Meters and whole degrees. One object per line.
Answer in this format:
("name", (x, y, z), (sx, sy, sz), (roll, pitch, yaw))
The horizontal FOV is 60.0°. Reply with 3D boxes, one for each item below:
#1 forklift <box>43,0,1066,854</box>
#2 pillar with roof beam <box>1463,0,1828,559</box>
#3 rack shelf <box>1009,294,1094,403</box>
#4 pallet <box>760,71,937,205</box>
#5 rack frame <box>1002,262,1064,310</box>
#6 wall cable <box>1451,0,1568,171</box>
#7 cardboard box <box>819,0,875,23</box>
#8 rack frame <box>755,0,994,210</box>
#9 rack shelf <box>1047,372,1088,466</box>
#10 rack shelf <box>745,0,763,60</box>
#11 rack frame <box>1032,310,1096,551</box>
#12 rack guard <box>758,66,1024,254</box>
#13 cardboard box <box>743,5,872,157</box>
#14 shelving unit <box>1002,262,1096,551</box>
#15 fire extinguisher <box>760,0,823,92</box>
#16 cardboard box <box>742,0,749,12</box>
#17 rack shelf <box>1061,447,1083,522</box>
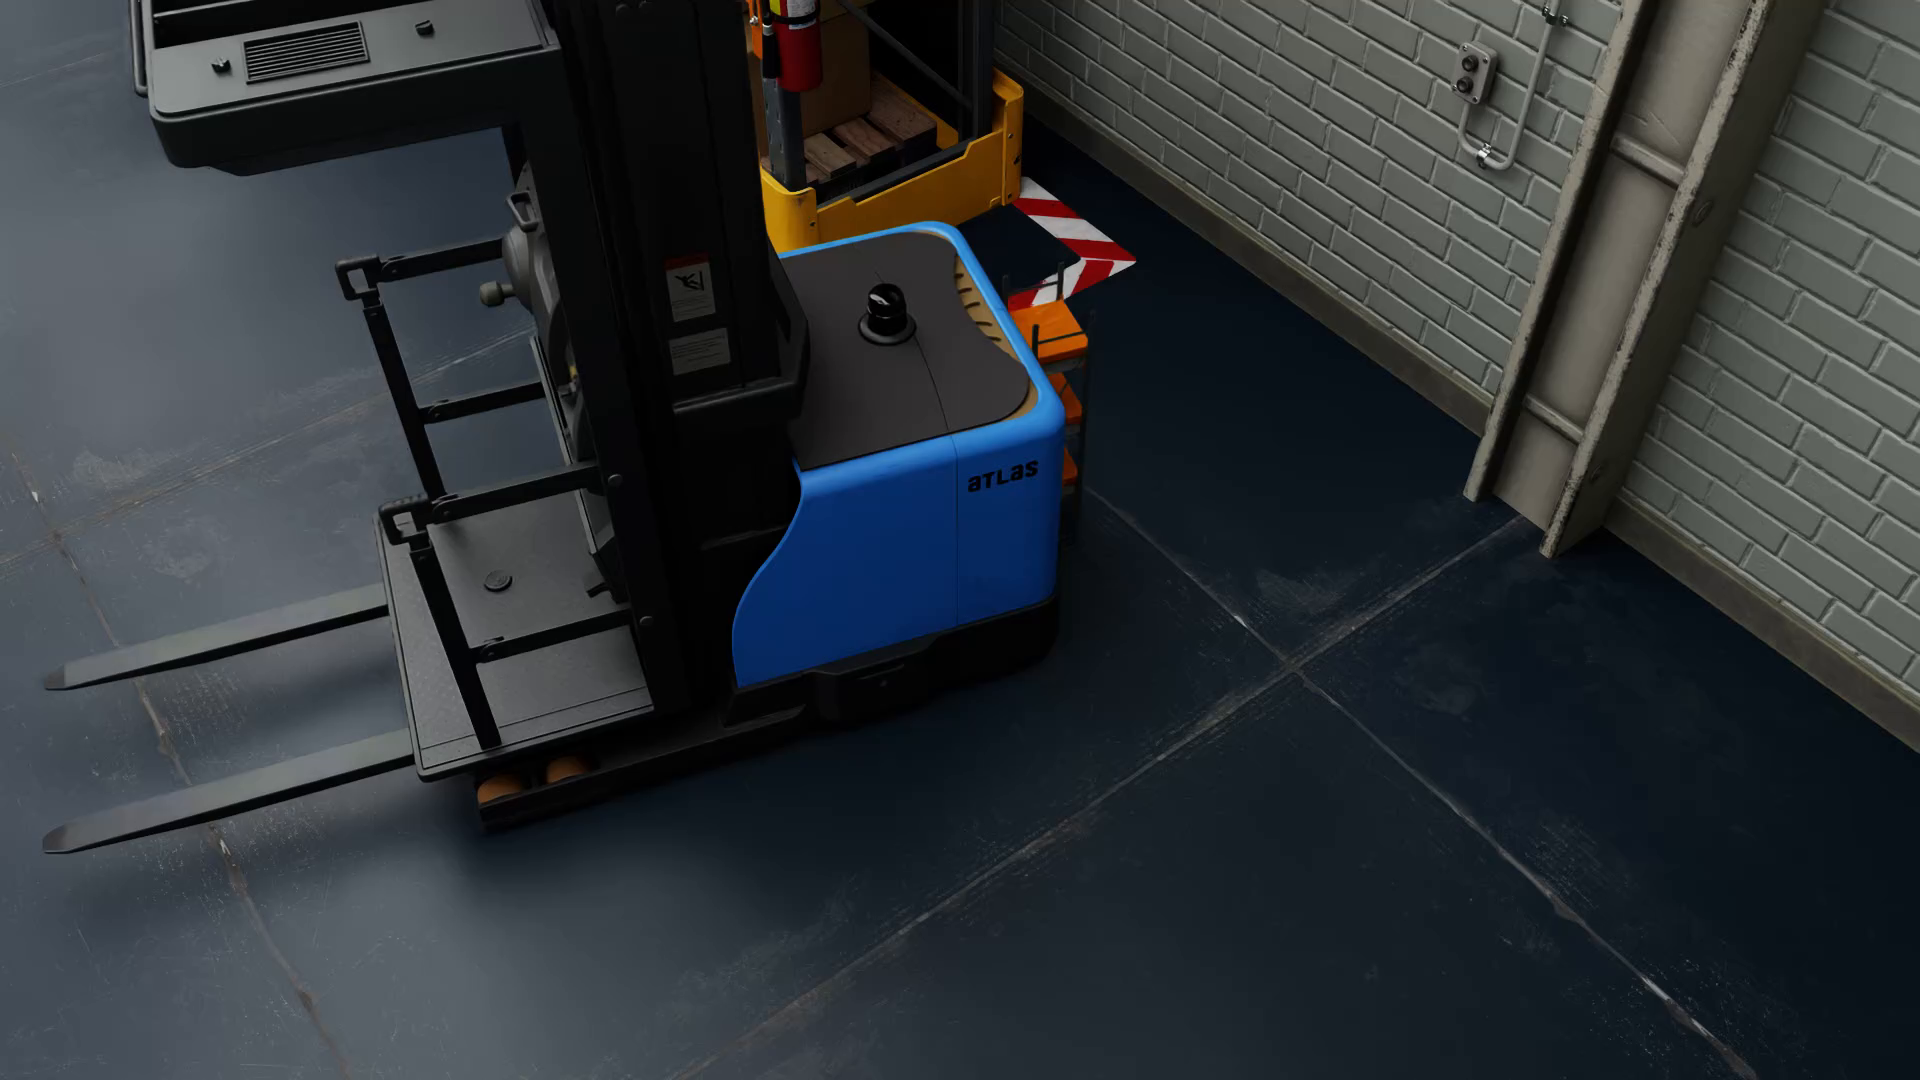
("forklift", (-1.259, -0.576, 4.294), (3.031, 2.935, 1.130), (-15, 50, -13))
("pillar with roof beam", (-1.403, -1.208, 0.771), (9.100, 9.000, 0.400), (-29, 54, -24))
("rack shelf", (0.267, -0.573, 5.192), (0.215, 0.259, 0.240), (-15, 50, -13))
("pallet", (-0.846, -1.828, 7.265), (1.003, 0.211, 1.213), (-29, 54, -24))
("rack frame", (0.225, -0.474, 5.471), (0.200, 1.050, 0.008), (-15, 50, -13))
("wall cable", (1.228, -2.339, 5.160), (0.084, 1.984, 1.851), (-29, 54, -24))
("cardboard box", (-0.568, -2.232, 6.714), (0.380, 0.149, 0.250), (-29, 54, -24))
("rack frame", (-0.300, -2.328, 5.836), (1.000, 3.000, 0.127), (-29, 54, -24))
("rack shelf", (0.267, -0.382, 5.402), (0.215, 0.259, 0.240), (-15, 50, -13))
("rack shelf", (-1.511, -3.266, 7.172), (1.077, 0.370, 4.000), (-29, 54, -24))
("rack frame", (0.308, -0.304, 5.317), (0.200, 1.050, 0.008), (-15, 50, -13))
("rack guard", (-0.285, -1.475, 6.750), (1.175, 0.500, 0.348), (-29, 54, -24))
("cardboard box", (-0.803, -1.998, 6.940), (0.700, 0.500, 0.500), (-29, 54, -24))
("shelving unit", (0.267, -0.389, 5.394), (0.215, 1.050, 0.252), (-15, 50, -13))
("fire extinguisher", (-0.576, -1.881, 5.735), (0.296, 0.674, 0.183), (-29, 54, -24))
("cardboard box", (-1.026, -2.210, 6.694), (0.380, 0.149, 0.250), (-30, 54, -24))
("rack shelf", (0.266, -0.195, 5.608), (0.215, 0.259, 0.240), (-15, 50, -13))
